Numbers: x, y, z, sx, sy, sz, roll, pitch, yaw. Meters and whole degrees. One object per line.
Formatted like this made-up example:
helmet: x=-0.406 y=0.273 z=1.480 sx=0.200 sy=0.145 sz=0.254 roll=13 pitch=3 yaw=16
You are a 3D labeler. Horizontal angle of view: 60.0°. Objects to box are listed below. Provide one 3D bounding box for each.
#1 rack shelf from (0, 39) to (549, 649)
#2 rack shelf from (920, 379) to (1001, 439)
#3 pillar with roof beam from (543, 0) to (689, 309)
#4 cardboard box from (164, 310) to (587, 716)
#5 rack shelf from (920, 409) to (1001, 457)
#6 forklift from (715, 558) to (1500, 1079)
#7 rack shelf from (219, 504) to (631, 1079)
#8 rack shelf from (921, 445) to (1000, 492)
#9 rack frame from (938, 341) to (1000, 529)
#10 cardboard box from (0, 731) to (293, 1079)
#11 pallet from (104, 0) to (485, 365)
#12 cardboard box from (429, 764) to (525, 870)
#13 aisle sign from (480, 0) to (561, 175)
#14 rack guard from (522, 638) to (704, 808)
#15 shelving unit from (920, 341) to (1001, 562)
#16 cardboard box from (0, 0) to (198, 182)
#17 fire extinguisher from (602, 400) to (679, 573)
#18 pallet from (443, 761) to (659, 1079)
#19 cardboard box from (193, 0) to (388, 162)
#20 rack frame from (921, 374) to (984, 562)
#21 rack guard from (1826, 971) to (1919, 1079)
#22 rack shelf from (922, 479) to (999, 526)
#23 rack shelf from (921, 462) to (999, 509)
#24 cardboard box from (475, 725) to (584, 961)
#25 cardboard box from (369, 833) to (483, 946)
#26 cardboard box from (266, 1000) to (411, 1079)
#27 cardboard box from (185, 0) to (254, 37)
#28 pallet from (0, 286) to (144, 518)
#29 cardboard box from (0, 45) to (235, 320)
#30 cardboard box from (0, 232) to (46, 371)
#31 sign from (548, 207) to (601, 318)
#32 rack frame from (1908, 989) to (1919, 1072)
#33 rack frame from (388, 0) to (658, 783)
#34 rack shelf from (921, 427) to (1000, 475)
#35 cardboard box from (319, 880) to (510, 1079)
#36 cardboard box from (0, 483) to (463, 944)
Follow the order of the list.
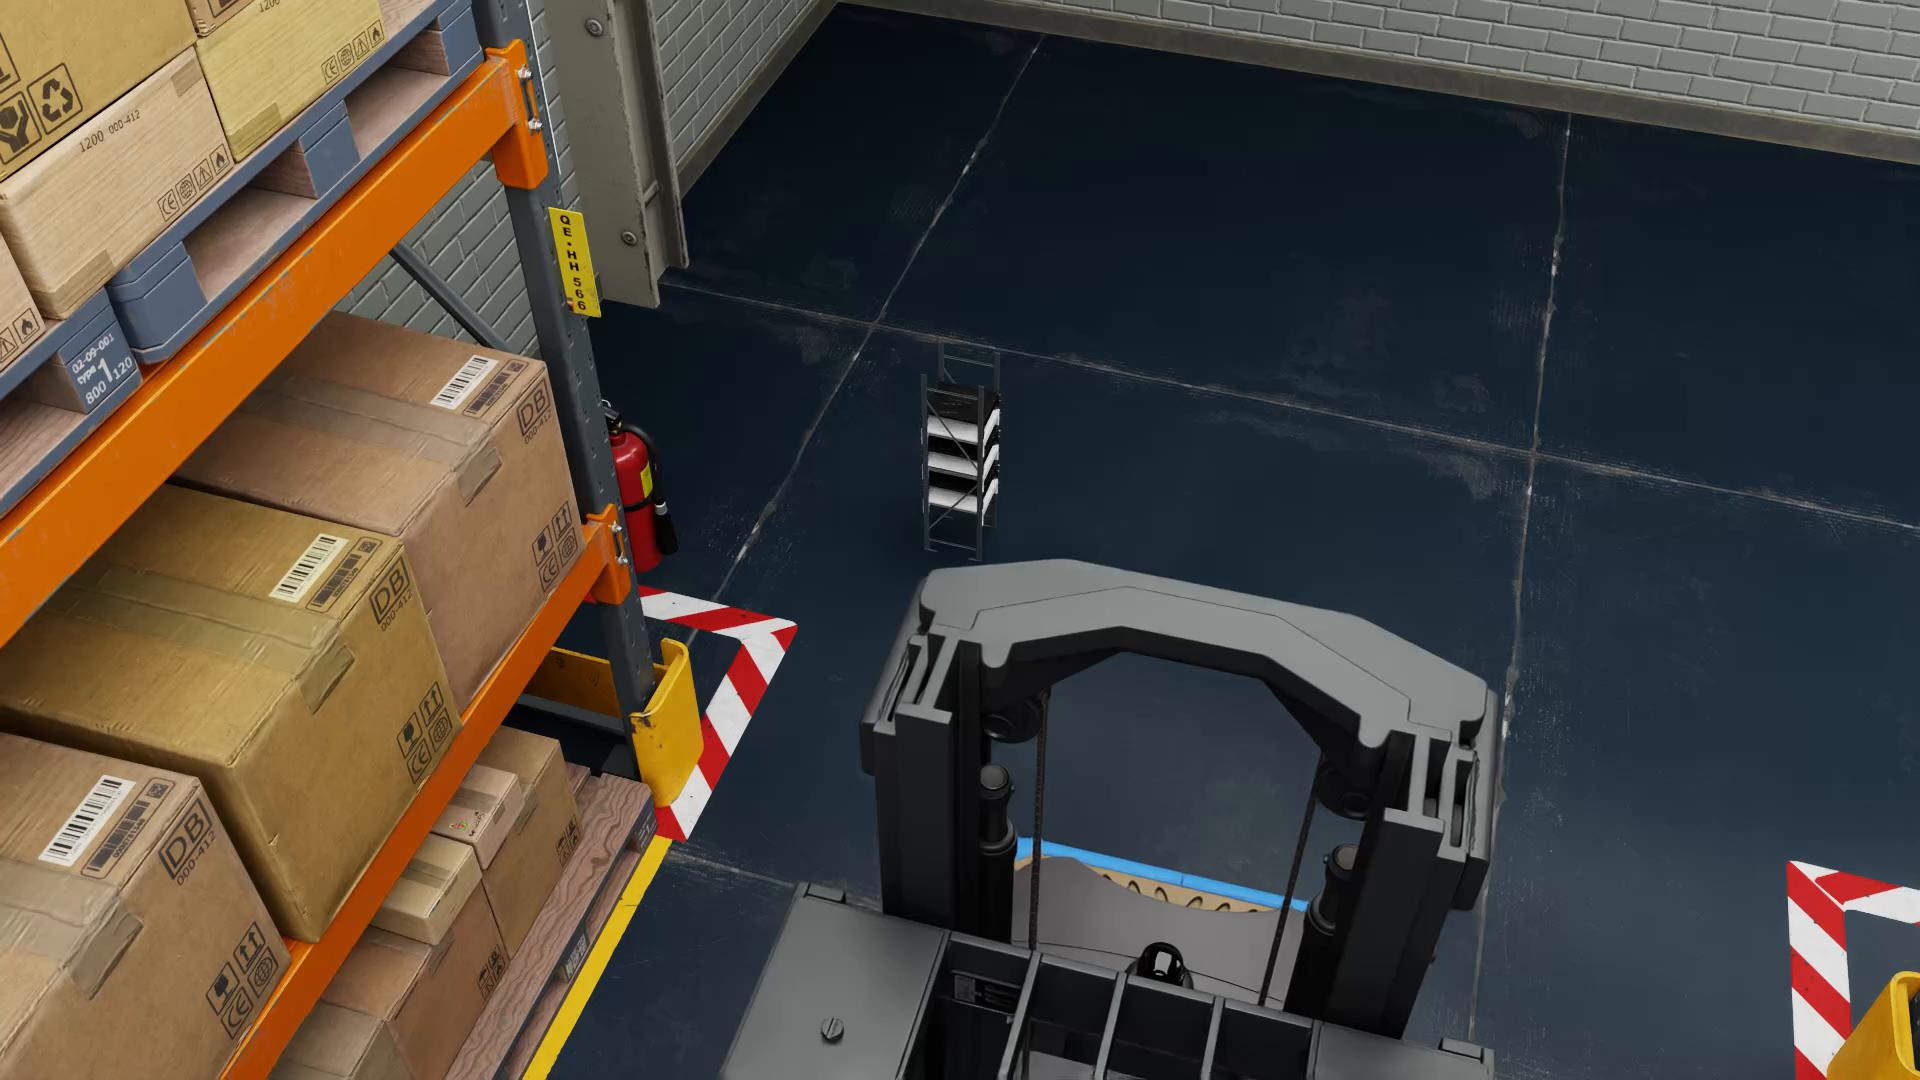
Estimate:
rack shelf: x=-2.127 y=0.170 z=2.801 sx=1.077 sy=0.370 sz=4.000 roll=13 pitch=46 yaw=13
rack shelf: x=0.002 y=-0.496 z=6.275 sx=0.258 sy=0.077 sz=0.200 roll=13 pitch=46 yaw=13
pillar with roof beam: x=2.575 y=-3.563 z=3.958 sx=9.100 sy=9.000 sz=0.400 roll=13 pitch=46 yaw=13
cardboard box: x=-1.666 y=-0.113 z=4.507 sx=0.980 sy=0.700 sz=0.700 roll=14 pitch=46 yaw=14
rack shelf: x=0.002 y=-0.432 z=6.338 sx=0.258 sy=0.077 sz=0.200 roll=13 pitch=46 yaw=13
forklift: x=0.180 y=1.582 z=3.038 sx=1.130 sy=2.935 sz=3.031 roll=11 pitch=45 yaw=11
rack shelf: x=-2.127 y=1.242 z=3.850 sx=1.077 sy=0.370 sz=4.000 roll=13 pitch=46 yaw=13
rack shelf: x=0.002 y=-0.303 z=6.464 sx=0.258 sy=0.077 sz=0.200 roll=13 pitch=46 yaw=13
rack frame: x=0.033 y=-0.395 z=6.510 sx=0.240 sy=0.900 sz=0.006 roll=13 pitch=46 yaw=13
cardboard box: x=-2.116 y=0.880 z=3.491 sx=0.980 sy=0.700 sz=0.700 roll=10 pitch=45 yaw=11
pallet: x=-1.736 y=-0.892 z=3.435 sx=1.003 sy=0.211 sz=1.213 roll=13 pitch=46 yaw=13
cardboard box: x=-1.503 y=0.775 z=4.836 sx=0.380 sy=0.149 sz=0.250 roll=12 pitch=46 yaw=12
aisle sign: x=-1.214 y=-1.262 z=4.036 sx=0.394 sy=0.787 sz=0.004 roll=13 pitch=46 yaw=13
rack guard: x=-1.514 y=0.529 z=5.852 sx=1.175 sy=0.500 sz=0.348 roll=13 pitch=46 yaw=13
shelving unit: x=0.002 y=-0.327 z=6.441 sx=0.258 sy=0.900 sz=0.210 roll=13 pitch=46 yaw=13
cardboard box: x=-1.645 y=-0.944 z=2.624 sx=0.500 sy=0.500 sz=0.500 roll=14 pitch=46 yaw=14
fire extinguisher: x=-1.036 y=-0.190 z=5.121 sx=0.296 sy=0.674 sz=0.183 roll=13 pitch=46 yaw=13
pallet: x=-1.689 y=1.198 z=5.375 sx=1.003 sy=0.211 sz=1.213 roll=13 pitch=46 yaw=13
cardboard box: x=-1.490 y=-1.008 z=3.226 sx=0.500 sy=0.250 sz=0.500 roll=14 pitch=46 yaw=14
rack frame: x=-0.028 y=-0.259 z=6.372 sx=0.240 sy=0.900 sz=0.006 roll=13 pitch=46 yaw=13
rack guard: x=3.178 y=1.643 z=4.714 sx=1.175 sy=0.500 sz=0.348 roll=13 pitch=46 yaw=13
rack shelf: x=0.002 y=-0.175 z=6.590 sx=0.258 sy=0.077 sz=0.200 roll=13 pitch=46 yaw=13
rack shelf: x=0.002 y=-0.239 z=6.527 sx=0.258 sy=0.077 sz=0.200 roll=13 pitch=46 yaw=13
cardboard box: x=-1.638 y=0.883 z=5.190 sx=0.700 sy=0.500 sz=0.500 roll=13 pitch=46 yaw=13
cardboard box: x=-1.580 y=0.946 z=4.662 sx=0.380 sy=0.149 sz=0.250 roll=14 pitch=46 yaw=14
cardboard box: x=-1.941 y=1.552 z=4.506 sx=0.700 sy=0.500 sz=0.500 roll=11 pitch=45 yaw=11
cardboard box: x=-1.483 y=-1.275 z=2.963 sx=0.500 sy=0.500 sz=0.500 roll=12 pitch=46 yaw=12
pallet: x=-2.104 y=-0.076 z=2.602 sx=1.003 sy=0.211 sz=1.213 roll=13 pitch=46 yaw=13
cardboard box: x=-1.647 y=-0.661 z=2.872 sx=0.500 sy=0.250 sz=0.500 roll=11 pitch=45 yaw=11
cardboard box: x=-1.800 y=-0.313 z=2.516 sx=0.500 sy=0.250 sz=0.500 roll=11 pitch=45 yaw=11
sign: x=-1.008 y=-0.723 z=4.346 sx=0.100 sy=0.325 sz=0.005 roll=13 pitch=46 yaw=13
rack frame: x=3.201 y=0.699 z=3.891 sx=1.000 sy=3.000 sz=0.127 roll=13 pitch=46 yaw=13
rack frame: x=-1.521 y=-0.348 z=4.961 sx=1.000 sy=3.000 sz=0.127 roll=13 pitch=46 yaw=13
rack shelf: x=0.002 y=-0.368 z=6.401 sx=0.258 sy=0.077 sz=0.200 roll=13 pitch=46 yaw=13
cardboard box: x=-1.789 y=1.216 z=4.849 sx=0.700 sy=0.500 sz=0.500 roll=12 pitch=46 yaw=12
cardboard box: x=-1.876 y=0.374 z=4.009 sx=0.980 sy=0.700 sz=0.700 roll=12 pitch=46 yaw=12
